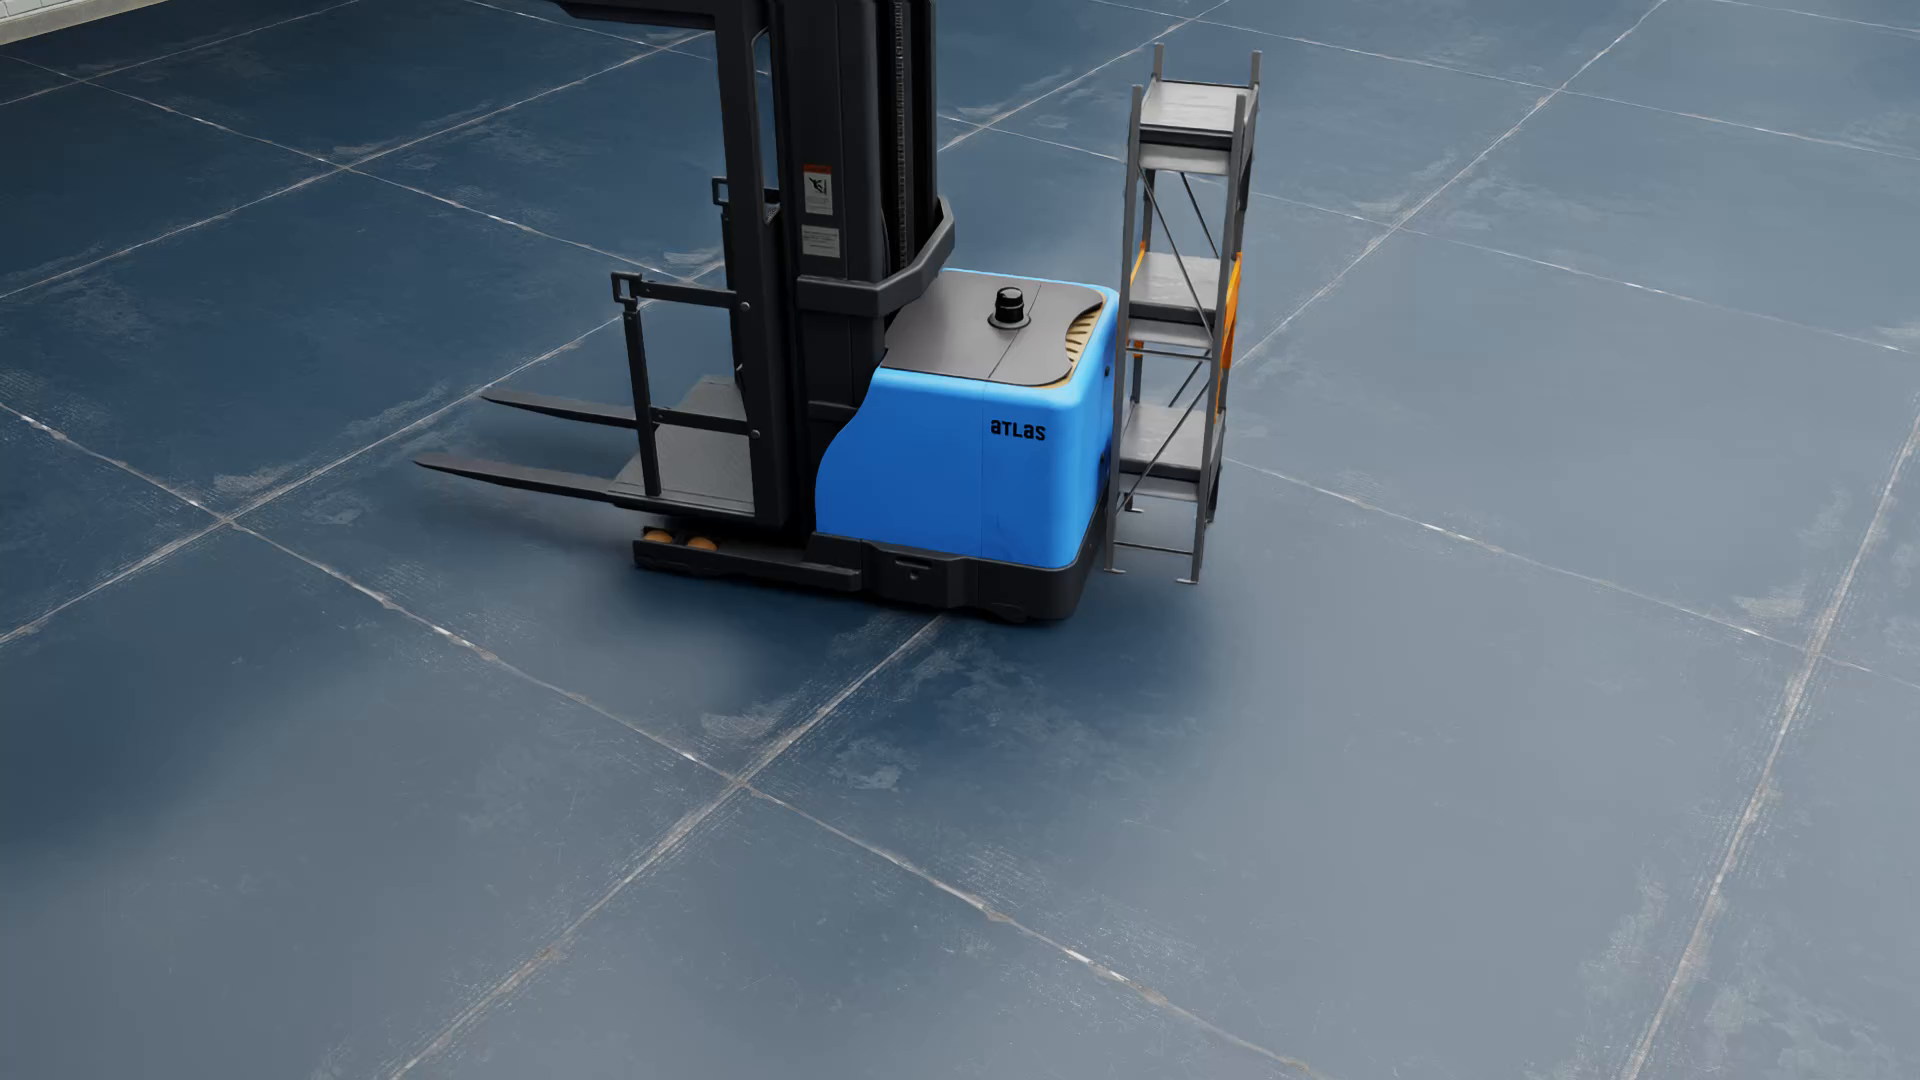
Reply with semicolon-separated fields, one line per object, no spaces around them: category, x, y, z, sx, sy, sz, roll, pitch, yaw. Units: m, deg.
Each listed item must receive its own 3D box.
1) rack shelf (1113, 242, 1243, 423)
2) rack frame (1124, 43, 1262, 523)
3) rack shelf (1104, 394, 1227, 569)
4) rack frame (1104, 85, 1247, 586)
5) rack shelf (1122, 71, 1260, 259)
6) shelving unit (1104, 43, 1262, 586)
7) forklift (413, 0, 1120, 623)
rack shelf;0.868;-0.831;6.629;0.431;0.518;0.480;8;35;12
rack frame;0.929;-0.975;6.817;0.400;2.100;0.015;8;35;12
rack shelf;0.868;-0.251;7.021;0.431;0.518;0.480;8;35;12
rack frame;0.806;-0.710;6.426;0.400;2.100;0.015;8;35;12
rack shelf;0.868;-1.411;6.237;0.431;0.518;0.480;8;35;12
shelving unit;0.868;-0.843;6.622;0.431;2.100;0.503;8;35;12
forklift;-0.881;-1.332;6.604;3.031;2.935;1.130;9;35;13
